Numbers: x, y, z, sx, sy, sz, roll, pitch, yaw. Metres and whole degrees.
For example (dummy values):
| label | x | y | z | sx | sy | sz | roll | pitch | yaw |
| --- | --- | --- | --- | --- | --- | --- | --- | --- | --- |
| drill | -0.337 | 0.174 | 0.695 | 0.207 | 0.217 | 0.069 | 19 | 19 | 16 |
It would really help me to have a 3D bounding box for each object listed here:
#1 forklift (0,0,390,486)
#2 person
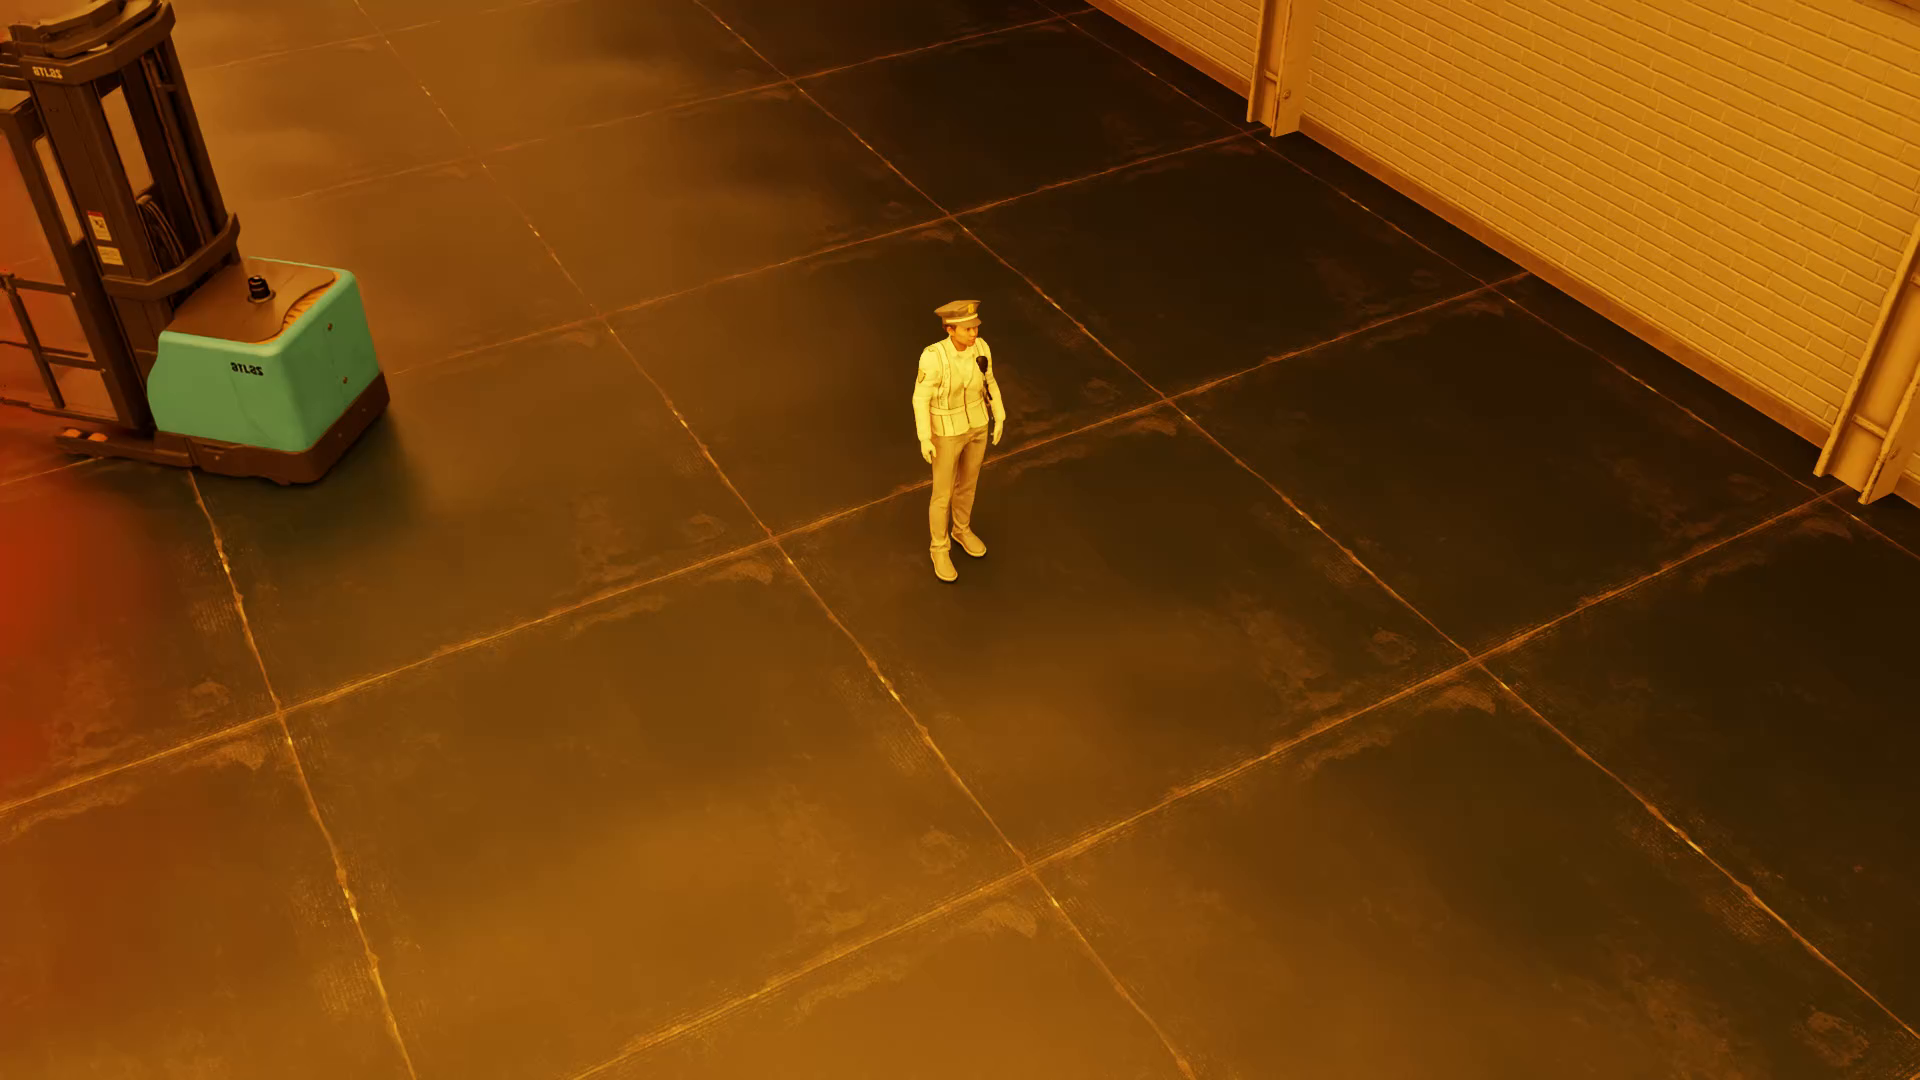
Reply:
| label | x | y | z | sx | sy | sz | roll | pitch | yaw |
| --- | --- | --- | --- | --- | --- | --- | --- | --- | --- |
| forklift | -5.470 | -1.983 | 10.426 | 3.031 | 2.935 | 1.130 | 9 | 41 | 11 |
| person | 0.029 | -0.618 | 9.739 | 0.588 | 1.695 | 0.531 | -20 | 44 | -23 |
